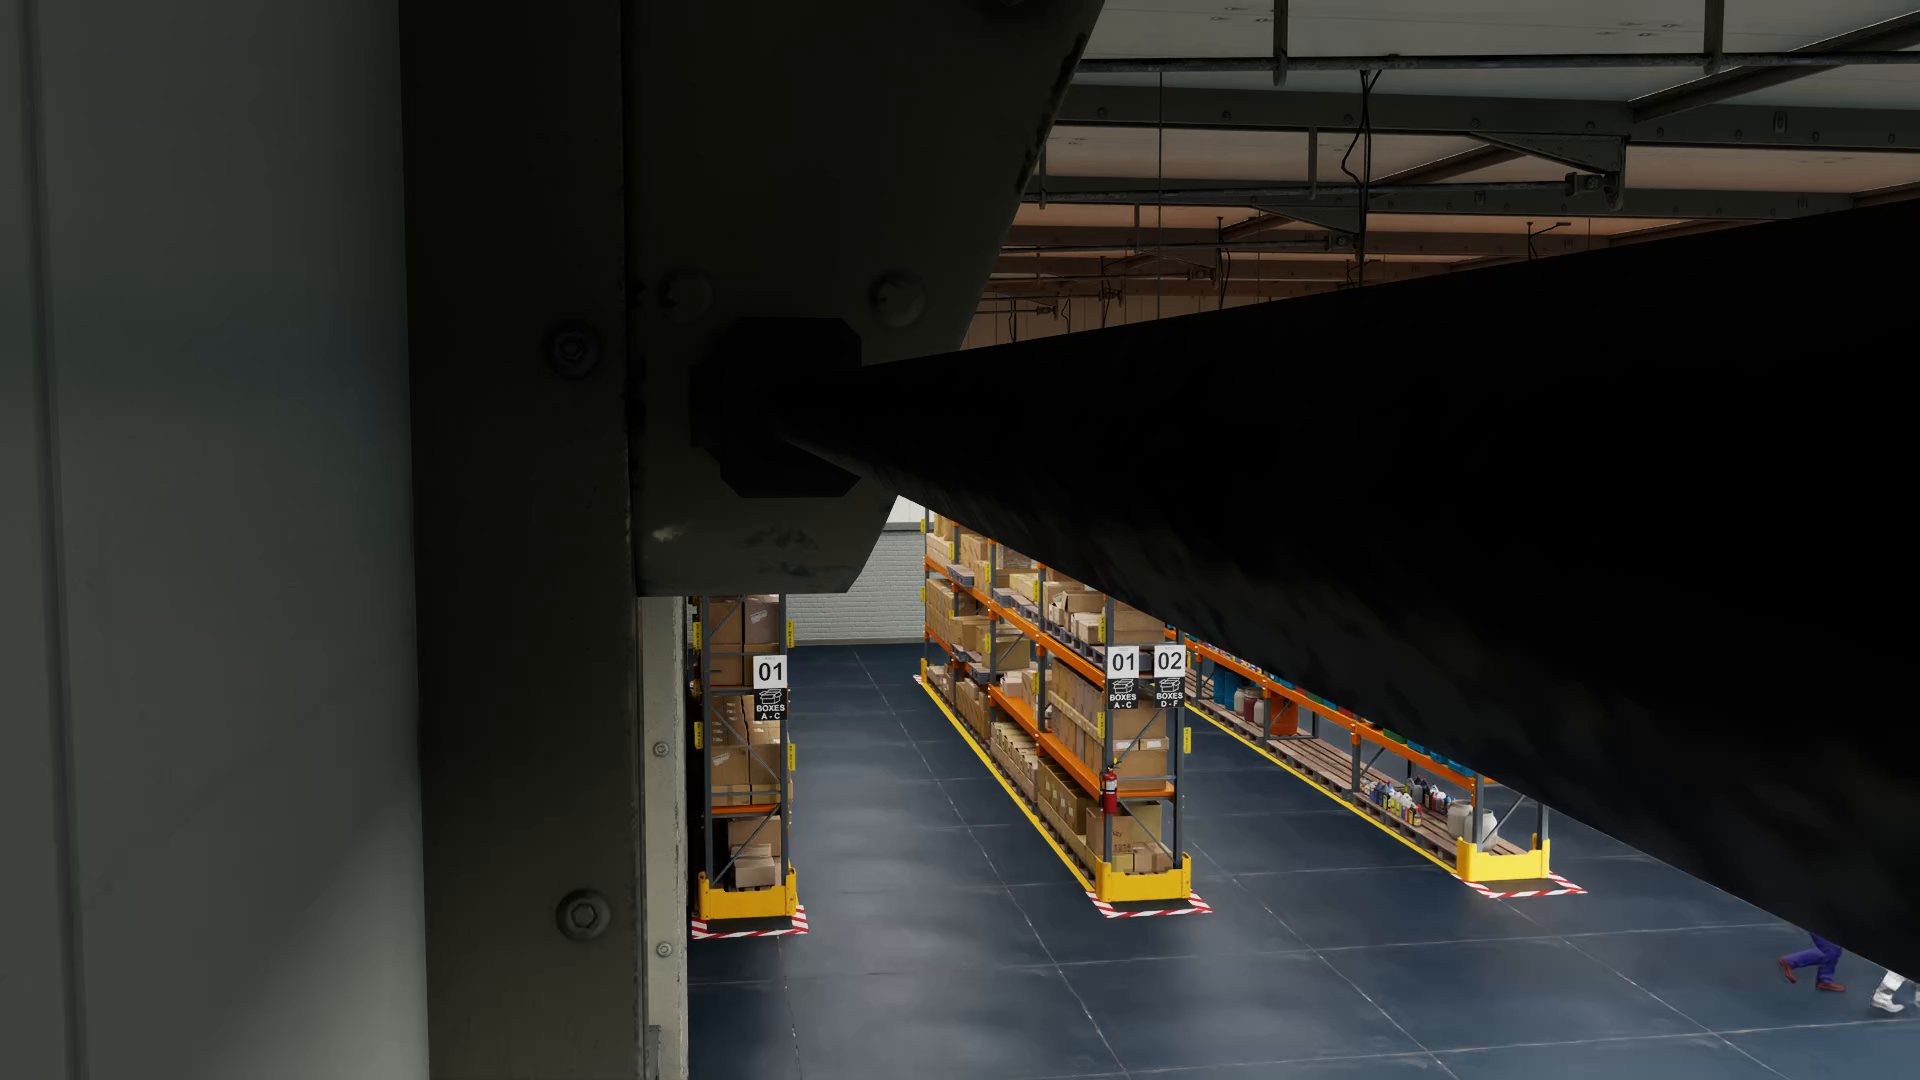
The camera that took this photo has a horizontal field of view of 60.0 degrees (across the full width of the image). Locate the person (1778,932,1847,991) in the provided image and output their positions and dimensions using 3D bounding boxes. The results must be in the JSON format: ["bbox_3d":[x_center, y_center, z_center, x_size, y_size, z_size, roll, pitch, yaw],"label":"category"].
[{"bbox_3d":[9.064,3.979,17.640,0.693,1.597,0.613,2,5,18],"label":"person"}]

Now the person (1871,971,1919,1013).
[{"bbox_3d":[9.673,3.972,16.810,0.775,1.842,0.632,1,5,15],"label":"person"}]
